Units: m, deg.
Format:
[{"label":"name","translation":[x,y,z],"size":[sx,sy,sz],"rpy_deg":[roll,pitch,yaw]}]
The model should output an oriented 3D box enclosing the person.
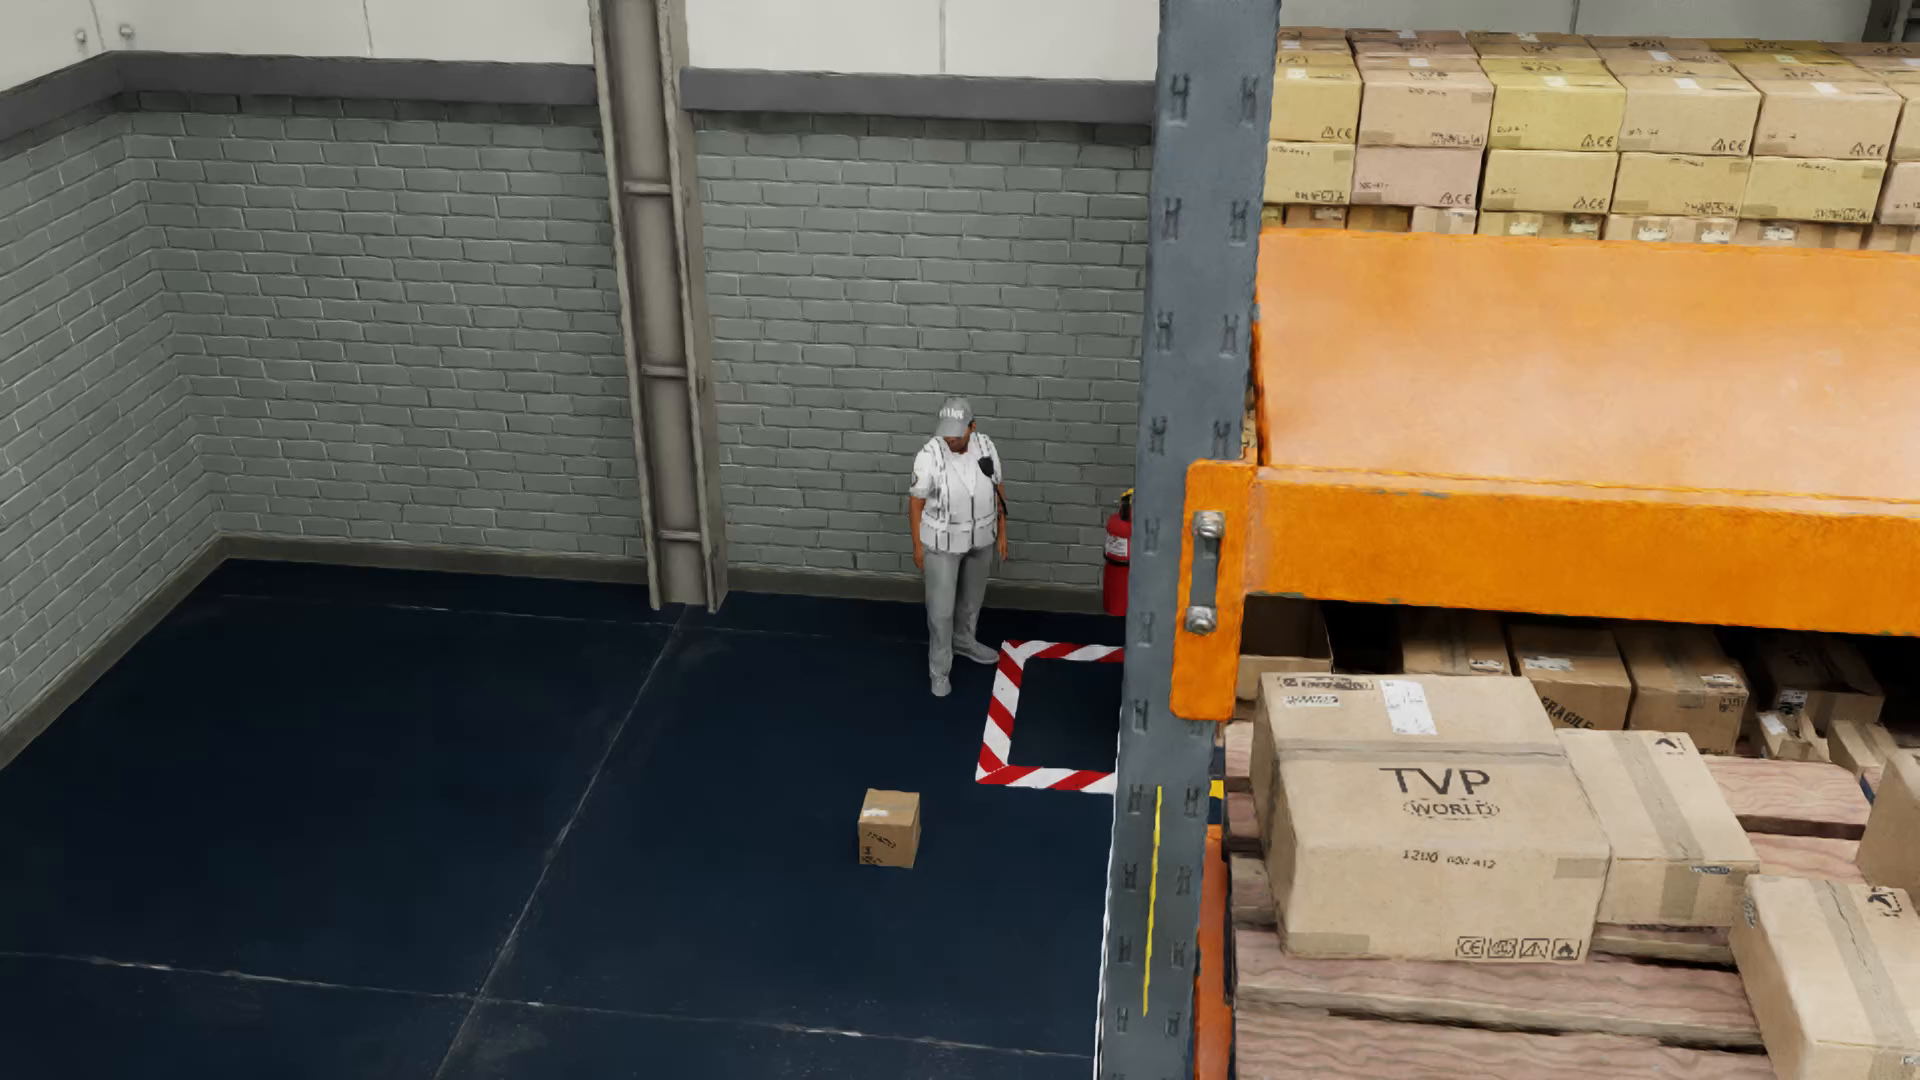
[{"label":"person","translation":[-0.007,0.026,8.733],"size":[0.515,1.727,0.453],"rpy_deg":[-15,32,-25]}]
